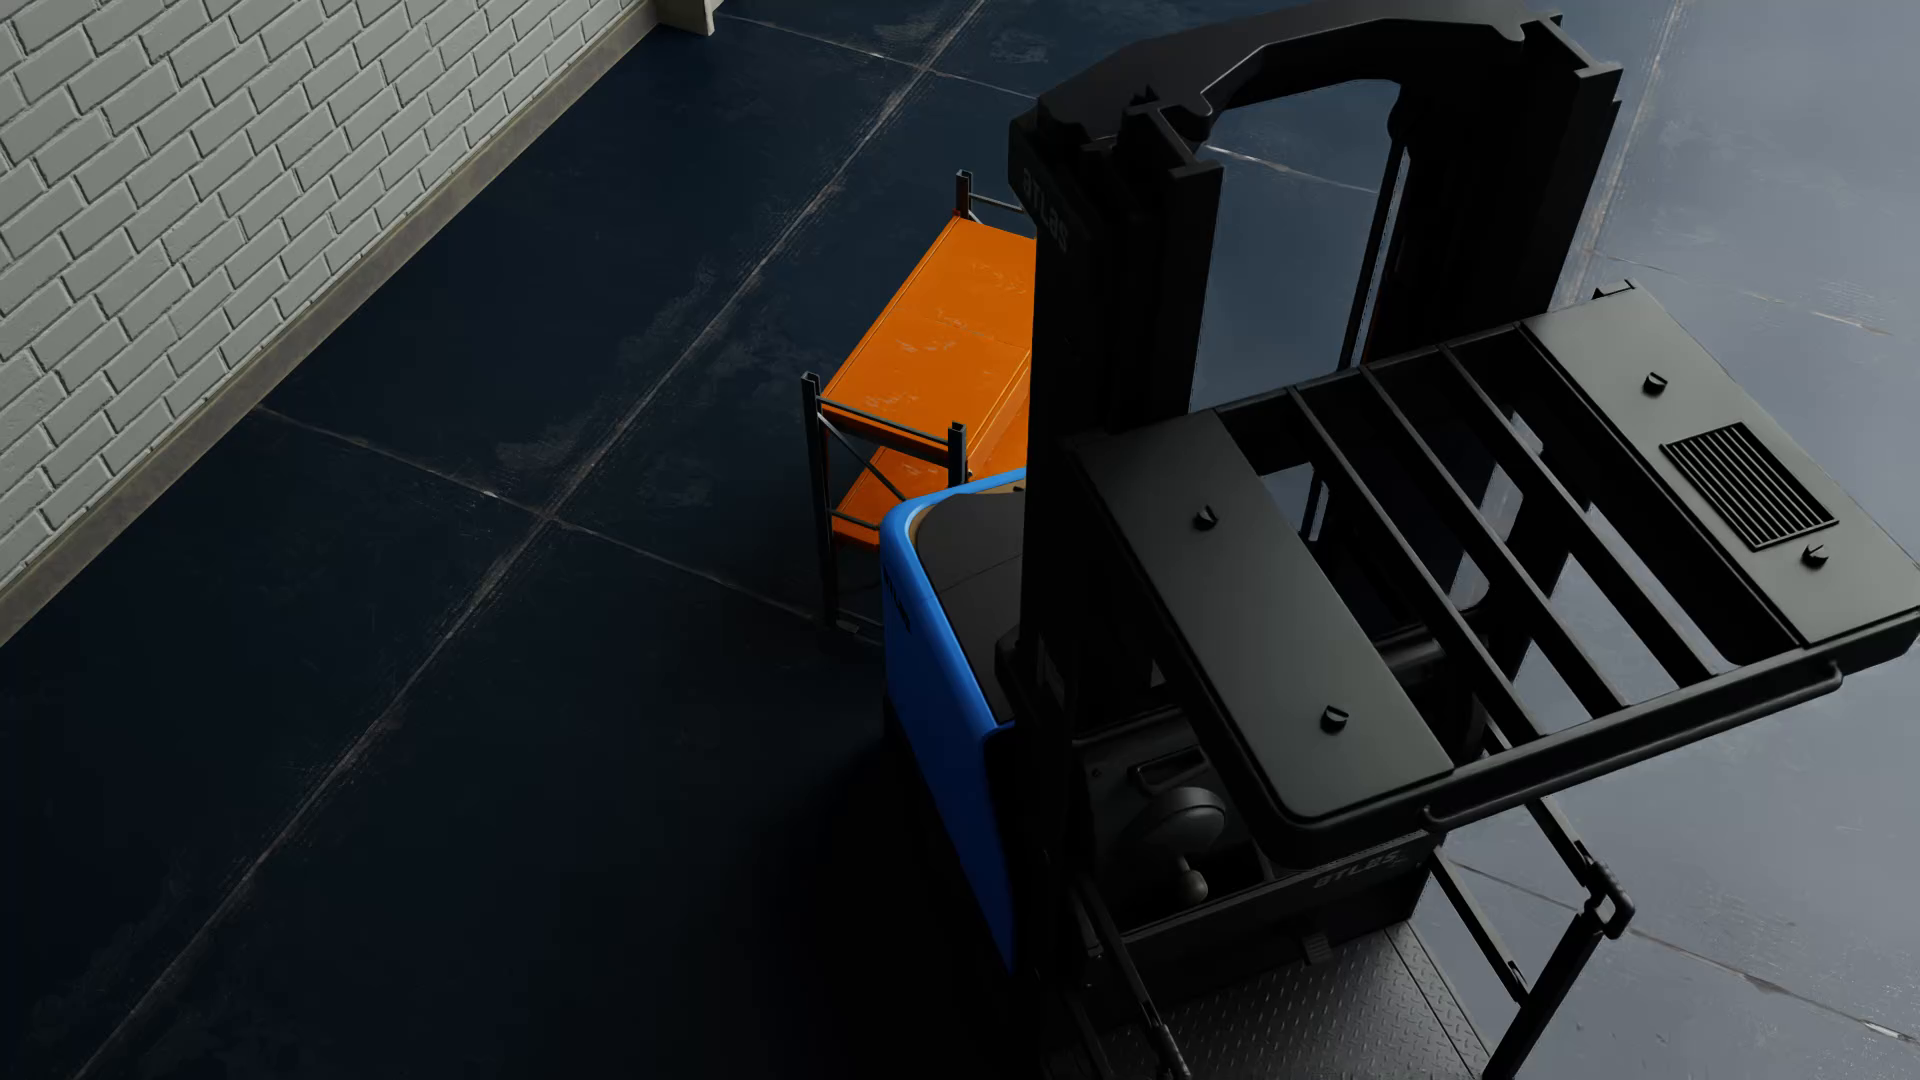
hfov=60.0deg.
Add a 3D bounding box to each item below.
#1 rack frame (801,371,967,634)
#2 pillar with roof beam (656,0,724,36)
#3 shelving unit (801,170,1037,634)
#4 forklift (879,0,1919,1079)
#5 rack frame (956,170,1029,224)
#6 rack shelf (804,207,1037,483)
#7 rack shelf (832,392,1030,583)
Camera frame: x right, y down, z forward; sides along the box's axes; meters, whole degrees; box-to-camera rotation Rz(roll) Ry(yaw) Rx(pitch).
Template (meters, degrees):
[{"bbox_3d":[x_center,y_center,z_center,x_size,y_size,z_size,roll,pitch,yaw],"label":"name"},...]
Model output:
[{"bbox_3d":[-0.214,-0.019,5.028,0.500,1.125,0.032,20,52,16],"label":"rack frame"},{"bbox_3d":[2.667,-4.049,3.286,9.100,9.000,0.400,20,52,16],"label":"pillar with roof beam"},{"bbox_3d":[0.003,-0.369,5.326,0.538,1.125,1.048,20,52,16],"label":"shelving unit"},{"bbox_3d":[0.769,0.577,3.335,1.130,2.935,3.031,-16,52,-13],"label":"forklift"},{"bbox_3d":[0.220,-0.719,5.623,0.500,1.125,0.032,20,52,16],"label":"rack frame"},{"bbox_3d":[0.003,-0.559,5.103,0.538,0.278,1.000,20,52,16],"label":"rack shelf"},{"bbox_3d":[0.003,-0.211,5.512,0.538,0.278,1.000,20,52,16],"label":"rack shelf"}]
